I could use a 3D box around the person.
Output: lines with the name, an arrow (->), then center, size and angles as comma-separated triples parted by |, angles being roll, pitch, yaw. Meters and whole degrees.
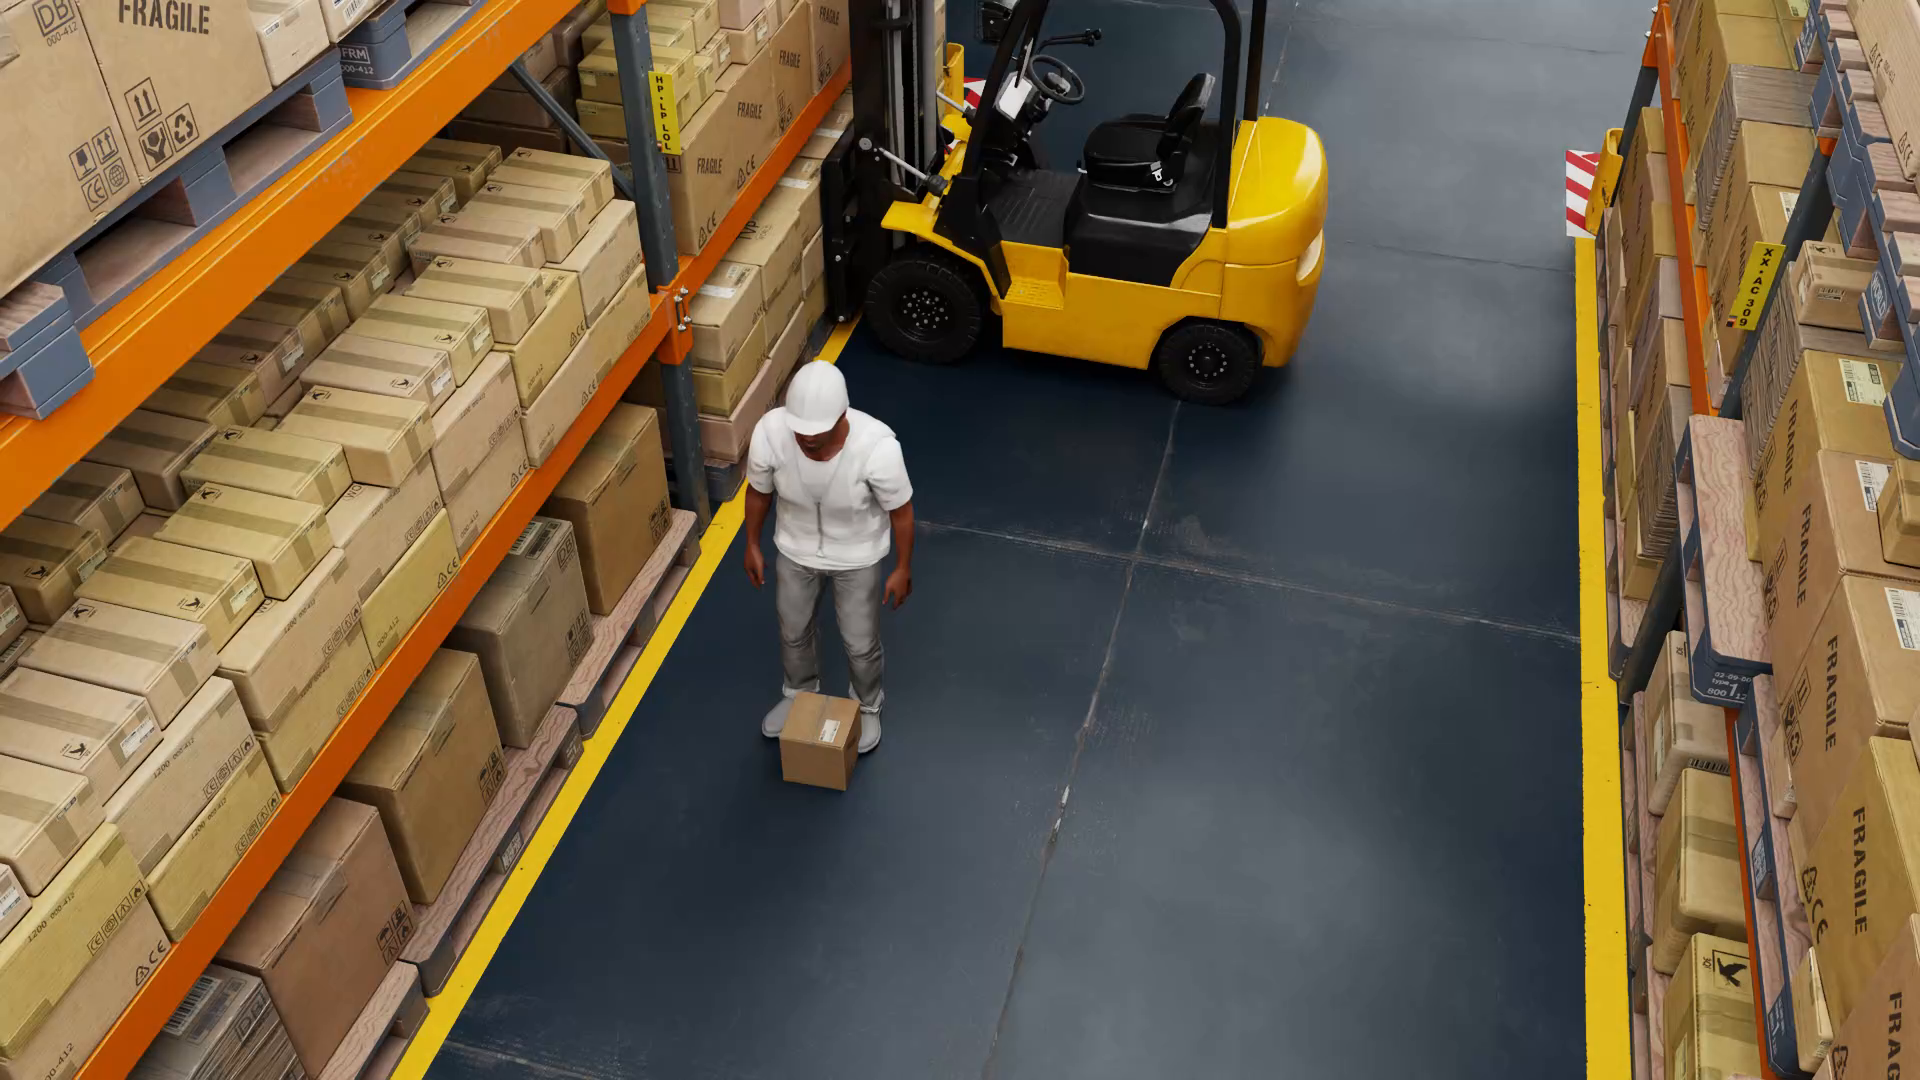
person -> -0.482, 0.060, 6.074 | 0.637, 1.761, 0.460 | 9, 42, 10
